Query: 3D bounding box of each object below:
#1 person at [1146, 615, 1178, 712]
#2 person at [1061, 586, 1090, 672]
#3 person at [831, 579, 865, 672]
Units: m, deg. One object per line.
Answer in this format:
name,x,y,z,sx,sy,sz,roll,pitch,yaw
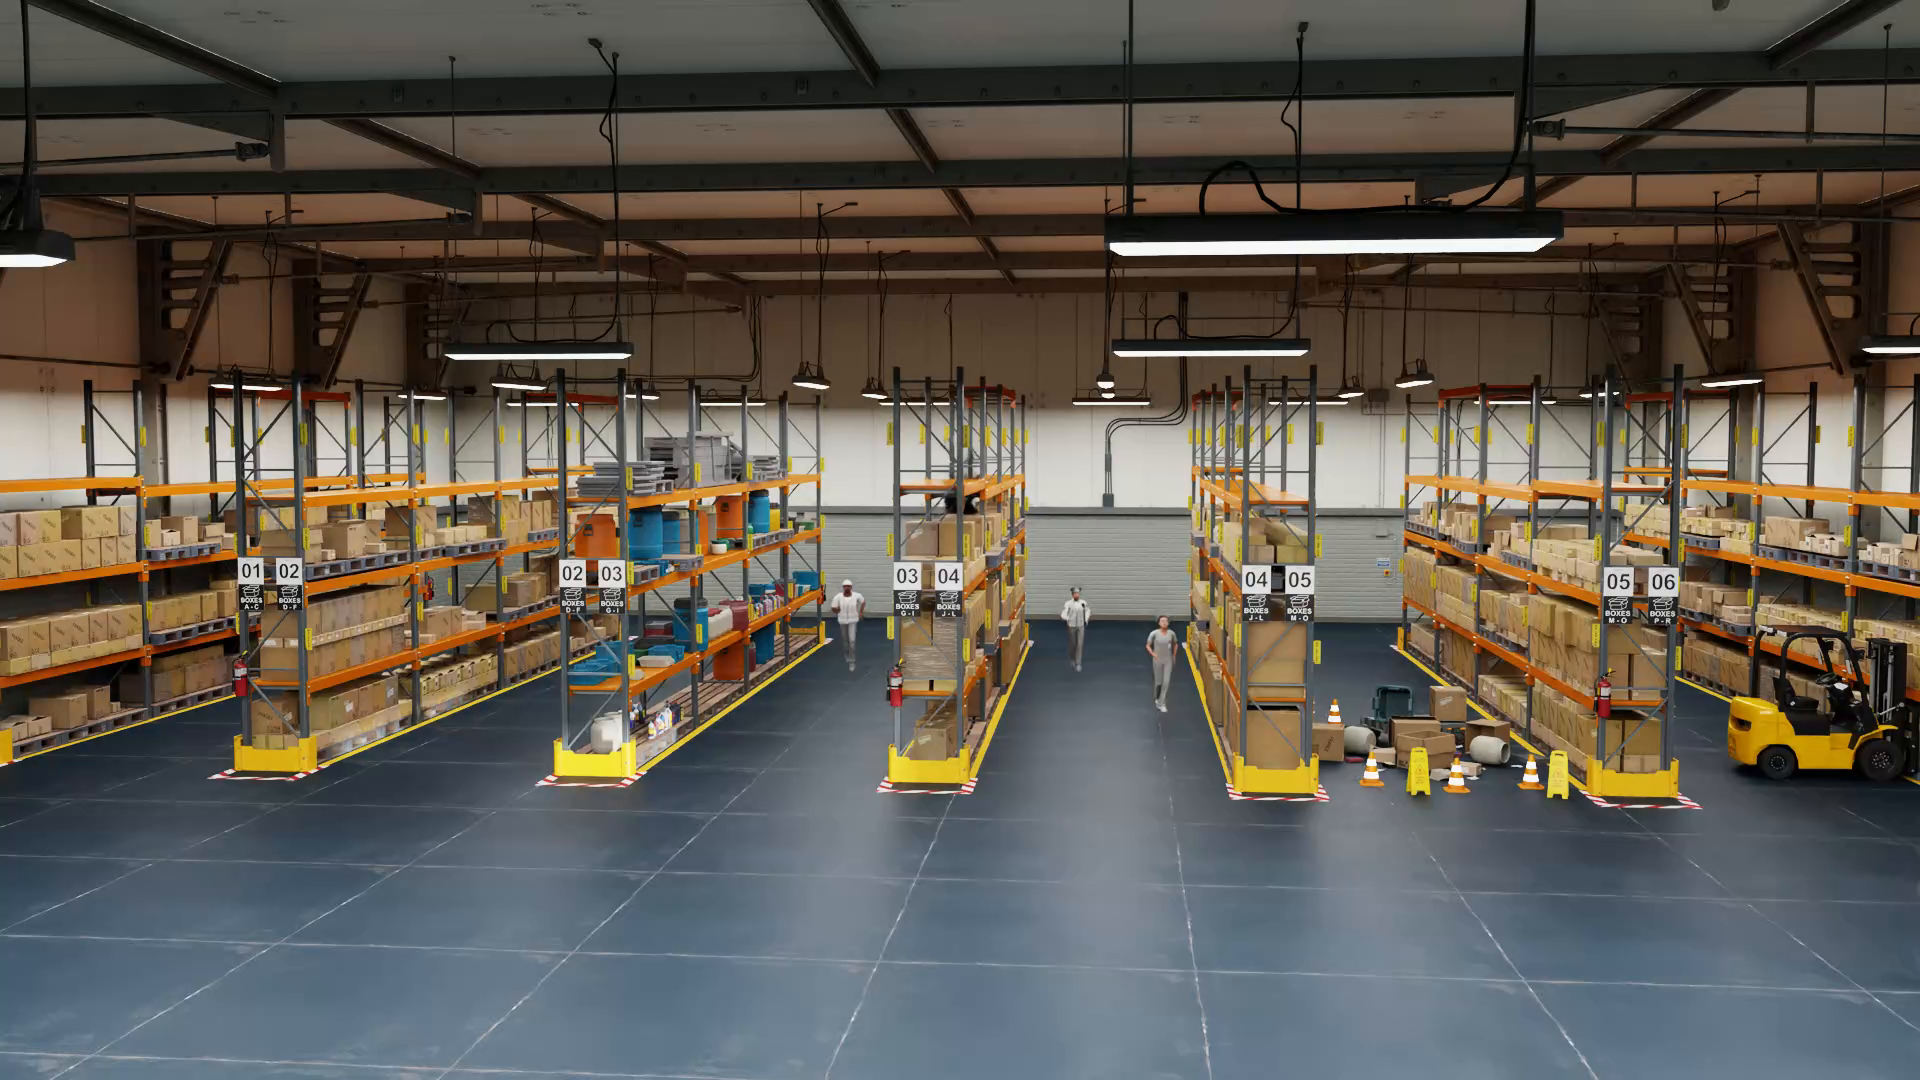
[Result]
person,3.500,2.114,28.732,0.563,1.650,0.641,0,4,-2
person,2.369,1.784,33.832,0.616,1.697,0.840,0,4,-3
person,-2.301,1.740,34.091,0.676,1.870,0.758,0,4,3
